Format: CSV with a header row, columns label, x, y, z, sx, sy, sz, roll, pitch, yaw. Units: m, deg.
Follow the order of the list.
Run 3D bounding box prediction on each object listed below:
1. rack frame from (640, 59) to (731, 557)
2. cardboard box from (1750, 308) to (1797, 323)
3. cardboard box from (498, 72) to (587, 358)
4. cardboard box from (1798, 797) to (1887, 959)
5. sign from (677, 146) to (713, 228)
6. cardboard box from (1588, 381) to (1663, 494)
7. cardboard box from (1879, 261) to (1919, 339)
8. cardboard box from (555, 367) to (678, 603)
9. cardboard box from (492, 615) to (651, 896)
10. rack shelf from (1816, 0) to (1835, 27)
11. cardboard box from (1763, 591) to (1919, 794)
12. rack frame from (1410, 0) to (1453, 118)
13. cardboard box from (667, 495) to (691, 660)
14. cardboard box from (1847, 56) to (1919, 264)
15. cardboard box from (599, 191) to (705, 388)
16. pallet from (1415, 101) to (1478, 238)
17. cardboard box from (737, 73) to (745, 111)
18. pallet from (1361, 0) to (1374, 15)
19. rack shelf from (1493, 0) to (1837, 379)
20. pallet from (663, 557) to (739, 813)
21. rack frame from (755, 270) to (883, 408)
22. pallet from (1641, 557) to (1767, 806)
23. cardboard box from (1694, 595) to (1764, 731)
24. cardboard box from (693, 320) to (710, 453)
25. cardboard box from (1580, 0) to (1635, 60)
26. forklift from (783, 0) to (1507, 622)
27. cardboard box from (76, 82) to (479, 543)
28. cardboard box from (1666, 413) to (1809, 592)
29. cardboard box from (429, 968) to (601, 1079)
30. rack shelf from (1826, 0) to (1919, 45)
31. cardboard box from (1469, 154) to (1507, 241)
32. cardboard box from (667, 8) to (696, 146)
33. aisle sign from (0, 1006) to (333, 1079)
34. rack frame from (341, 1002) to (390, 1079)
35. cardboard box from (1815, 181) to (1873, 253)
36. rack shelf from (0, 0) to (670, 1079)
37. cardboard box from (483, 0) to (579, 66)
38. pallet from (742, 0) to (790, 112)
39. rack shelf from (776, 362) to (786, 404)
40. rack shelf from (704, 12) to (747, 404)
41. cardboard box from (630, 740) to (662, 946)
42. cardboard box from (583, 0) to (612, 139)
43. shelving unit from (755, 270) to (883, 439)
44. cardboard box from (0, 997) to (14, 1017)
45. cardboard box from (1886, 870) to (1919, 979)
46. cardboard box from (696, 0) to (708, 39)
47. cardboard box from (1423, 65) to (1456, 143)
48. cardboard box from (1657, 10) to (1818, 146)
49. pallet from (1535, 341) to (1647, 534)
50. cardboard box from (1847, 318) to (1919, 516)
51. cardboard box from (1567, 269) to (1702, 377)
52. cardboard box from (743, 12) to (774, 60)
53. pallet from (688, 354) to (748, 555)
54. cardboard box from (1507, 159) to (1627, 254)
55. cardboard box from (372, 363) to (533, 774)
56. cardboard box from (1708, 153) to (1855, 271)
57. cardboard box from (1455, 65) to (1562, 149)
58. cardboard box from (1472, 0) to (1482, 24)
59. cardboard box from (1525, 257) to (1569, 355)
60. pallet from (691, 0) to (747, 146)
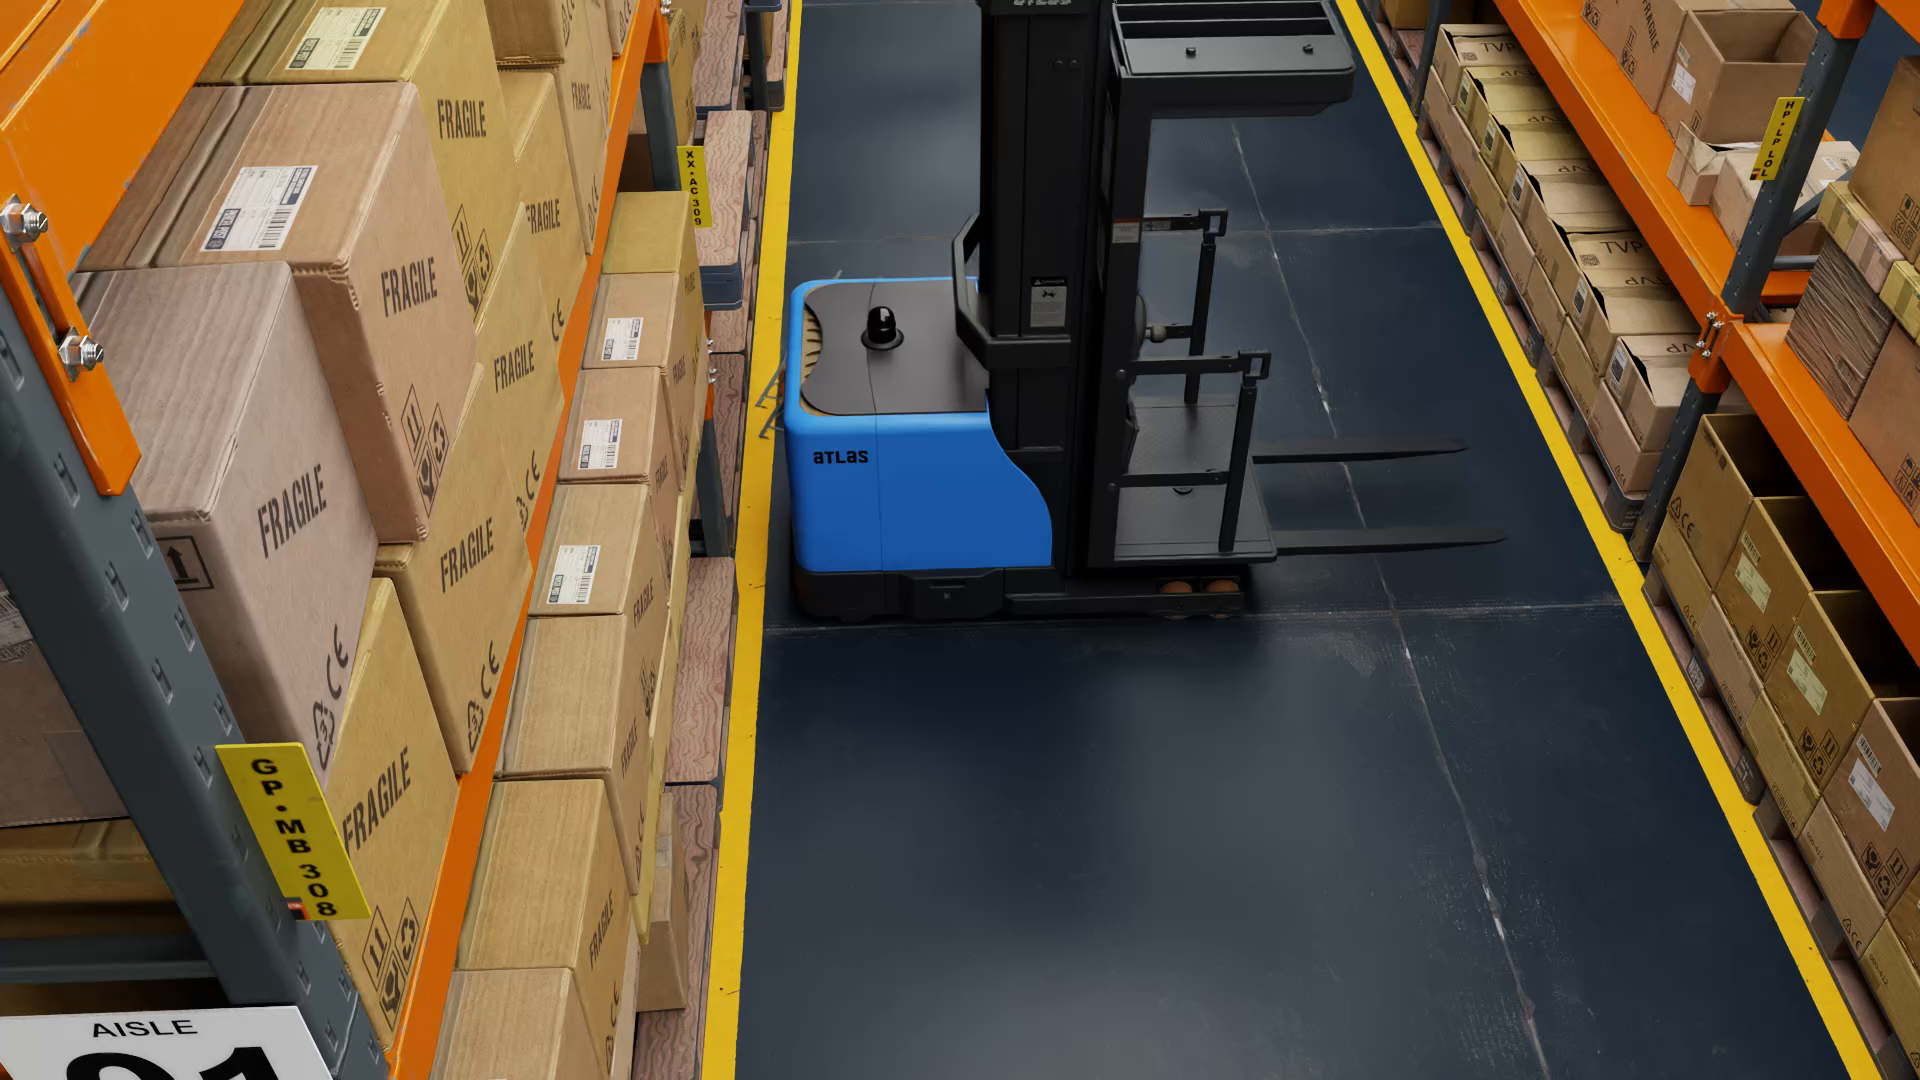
label,x,y,z,sx,sy,sz,roll,pitch,yaw
rack frame,-1.486,-0.911,6.174,1.000,3.000,0.127,-2,43,-2
cardboard box,3.678,-1.028,7.610,0.500,0.311,0.500,-2,43,-2
cardboard box,-1.138,-0.669,3.601,0.500,0.500,0.500,1,43,1
cardboard box,3.239,1.137,5.663,0.500,0.250,0.500,-2,43,-2
sign,-0.944,-1.251,5.904,0.100,0.325,0.005,-2,43,-2
cardboard box,3.156,-0.469,7.415,0.500,0.250,0.500,-2,43,-2
cardboard box,3.304,-0.801,5.500,0.380,0.149,0.250,-3,43,-3
cardboard box,-1.120,-0.152,4.887,0.500,0.500,0.500,-3,43,-3
cardboard box,-1.063,0.547,4.124,0.500,0.500,0.500,-3,43,-3
rack shelf,3.378,-3.247,7.034,1.077,0.370,4.000,-2,43,-2
cardboard box,3.212,0.524,5.778,0.500,0.500,0.500,-2,43,-2
rack frame,3.293,-3.756,9.278,1.000,3.000,0.127,-2,43,-2
cardboard box,-1.114,0.123,5.141,0.500,0.250,0.500,-2,43,-2
cardboard box,3.488,-1.272,5.533,0.700,0.500,0.500,-1,43,-2
cardboard box,-1.157,-0.829,5.626,0.500,0.500,0.500,-2,43,-2
pallet,3.289,-2.171,9.612,1.003,0.211,1.213,-2,43,-2
cardboard box,-1.573,-2.368,9.287,0.700,0.500,0.500,-1,43,-1
pallet,3.250,-4.055,11.667,1.003,0.211,1.213,-2,43,-2
rack shelf,3.378,-2.141,8.048,1.077,0.370,4.000,-2,43,-2
pallet,-1.422,0.569,6.623,1.003,0.211,1.213,-2,43,-2
rack frame,-0.681,-0.994,8.203,0.240,0.006,1.200,11,43,12
pallet,3.455,0.510,6.687,1.003,0.211,1.213,-2,43,-2
cardboard box,3.196,0.462,6.399,0.500,0.250,0.500,-2,43,-2
cardboard box,-1.163,-0.552,5.878,0.500,0.250,0.500,-2,43,-2
cardboard box,3.381,-2.661,8.009,0.500,0.500,0.500,-4,43,-4
forklift,0.804,-1.104,6.435,3.031,2.935,1.130,-2,43,-2
cardboard box,-1.061,-0.337,2.498,0.500,0.500,0.500,-2,43,-2
cardboard box,3.170,-0.151,6.514,0.500,0.500,0.500,-2,43,-2
cardboard box,-1.036,1.230,3.379,0.500,0.500,0.500,-2,43,-2
rack shelf,3.548,-0.546,4.088,1.077,0.370,4.000,-2,43,-2
cardboard box,3.072,-1.845,8.917,0.500,0.250,0.500,-3,43,-3
cardboard box,-1.490,-1.832,6.779,0.700,0.500,0.500,2,43,3
aisle sign,-1.014,0.871,2.306,0.394,0.787,0.004,-2,43,-2
rack frame,-1.316,1.789,3.228,1.000,3.000,0.127,-2,43,-2
cardboard box,3.281,-1.145,5.875,0.380,0.149,0.250,-2,43,-2
rack shelf,-1.401,-0.402,3.930,1.077,0.370,4.000,-2,43,-2
cardboard box,-1.128,-1.377,3.634,0.500,0.500,0.500,-3,43,-3
pallet,-1.614,-3.118,10.645,1.003,0.211,1.213,-2,43,-2
rack shelf,-0.759,-0.742,8.062,0.258,0.180,0.103,11,43,12
rack shelf,-1.571,-1.996,7.890,1.077,0.370,4.000,-2,43,-2
cardboard box,-1.072,0.804,4.399,0.500,0.250,0.500,-2,43,-2
cardboard box,-1.209,-1.386,4.383,0.500,0.500,0.500,-5,43,-5
shelving unit,-0.681,-0.926,8.265,0.258,0.189,1.200,11,43,12
cardboard box,-1.587,0.365,2.473,0.500,0.500,0.500,1,43,1
cardboard box,3.256,1.199,5.041,0.500,0.500,0.500,-2,43,-2
cardboard box,-1.551,-2.653,7.675,0.700,0.500,0.500,-2,43,-2
cardboard box,3.022,-2.535,9.670,0.500,0.250,0.500,-2,43,-2
cardboard box,3.424,-1.967,7.252,0.500,0.500,0.500,1,43,1
pallet,3.393,-0.524,7.815,1.003,0.211,1.213,-2,43,-2
cardboard box,3.517,-0.438,5.583,0.700,0.500,0.500,-2,43,-2
cardboard box,3.131,-1.020,7.602,0.500,0.311,0.500,-1,43,-1
cardboard box,-1.556,-3.474,10.250,0.750,0.750,0.750,-2,43,-2
pallet,-1.521,-0.409,7.690,1.003,0.211,1.213,-2,43,-2
cardboard box,3.094,-1.696,8.340,0.500,0.311,0.500,-2,43,-2
cardboard box,-1.068,0.043,2.825,0.500,0.500,0.500,1,43,1
cardboard box,3.398,-1.332,6.744,0.500,0.250,0.500,1,43,1
cardboard box,3.053,-2.388,9.094,0.500,0.311,0.500,-3,43,-3
cardboard box,3.531,-3.666,10.703,0.500,0.500,0.500,-3,43,-3
cardboard box,3.114,-1.156,8.165,0.500,0.250,0.500,-1,43,-1
pallet,-1.531,-2.206,7.728,1.003,0.211,1.213,-2,43,-2
